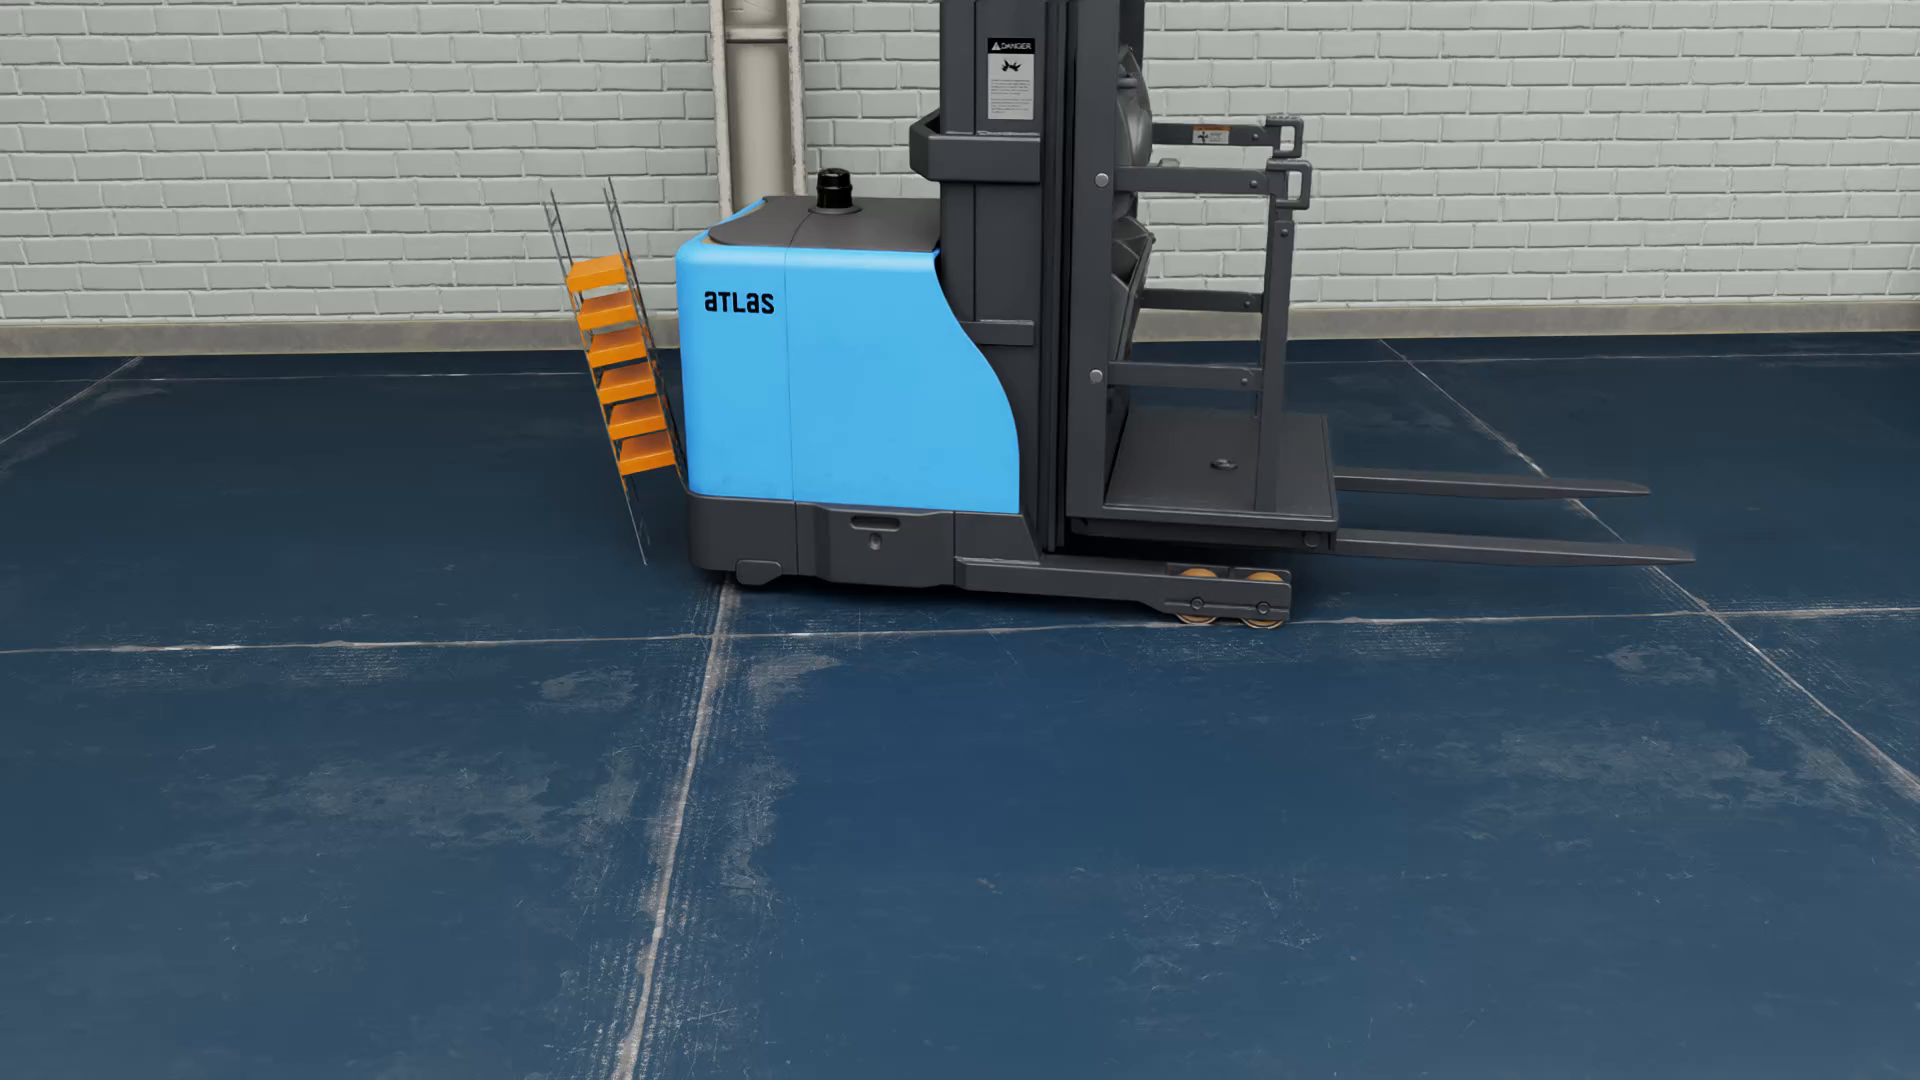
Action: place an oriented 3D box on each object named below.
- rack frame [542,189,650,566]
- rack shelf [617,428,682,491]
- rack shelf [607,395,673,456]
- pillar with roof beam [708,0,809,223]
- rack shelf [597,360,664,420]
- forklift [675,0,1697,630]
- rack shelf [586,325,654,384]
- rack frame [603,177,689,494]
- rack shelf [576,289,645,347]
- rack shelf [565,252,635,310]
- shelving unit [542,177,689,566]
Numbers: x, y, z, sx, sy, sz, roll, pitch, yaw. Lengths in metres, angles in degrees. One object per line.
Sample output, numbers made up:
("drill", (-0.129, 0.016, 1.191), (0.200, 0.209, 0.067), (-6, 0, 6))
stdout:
("rack frame", (-1.146, -0.505, 5.286), (0.006, 1.200, 0.240), (-13, 22, -3))
("rack shelf", (-1.004, -0.266, 5.396), (0.180, 0.103, 0.258), (-13, 22, -3))
("rack shelf", (-1.026, -0.375, 5.352), (0.180, 0.103, 0.258), (-13, 22, -3))
("pillar with roof beam", (-0.661, -3.571, 2.354), (0.400, 9.000, 9.100), (-1, 21, -3))
("rack shelf", (-1.048, -0.484, 5.307), (0.180, 0.103, 0.258), (-13, 22, -3))
("forklift", (0.707, -1.308, 4.938), (3.031, 2.935, 1.130), (3, 21, 9))
("rack shelf", (-1.071, -0.593, 5.262), (0.180, 0.103, 0.258), (-13, 22, -3))
("rack frame", (-0.967, -0.545, 5.295), (0.006, 1.200, 0.240), (-13, 22, -3))
("rack shelf", (-1.093, -0.703, 5.218), (0.180, 0.103, 0.258), (-13, 22, -3))
("rack shelf", (-1.115, -0.812, 5.173), (0.180, 0.103, 0.258), (-13, 22, -3))
("shelving unit", (-1.057, -0.525, 5.291), (0.189, 1.200, 0.258), (-13, 22, -3))
